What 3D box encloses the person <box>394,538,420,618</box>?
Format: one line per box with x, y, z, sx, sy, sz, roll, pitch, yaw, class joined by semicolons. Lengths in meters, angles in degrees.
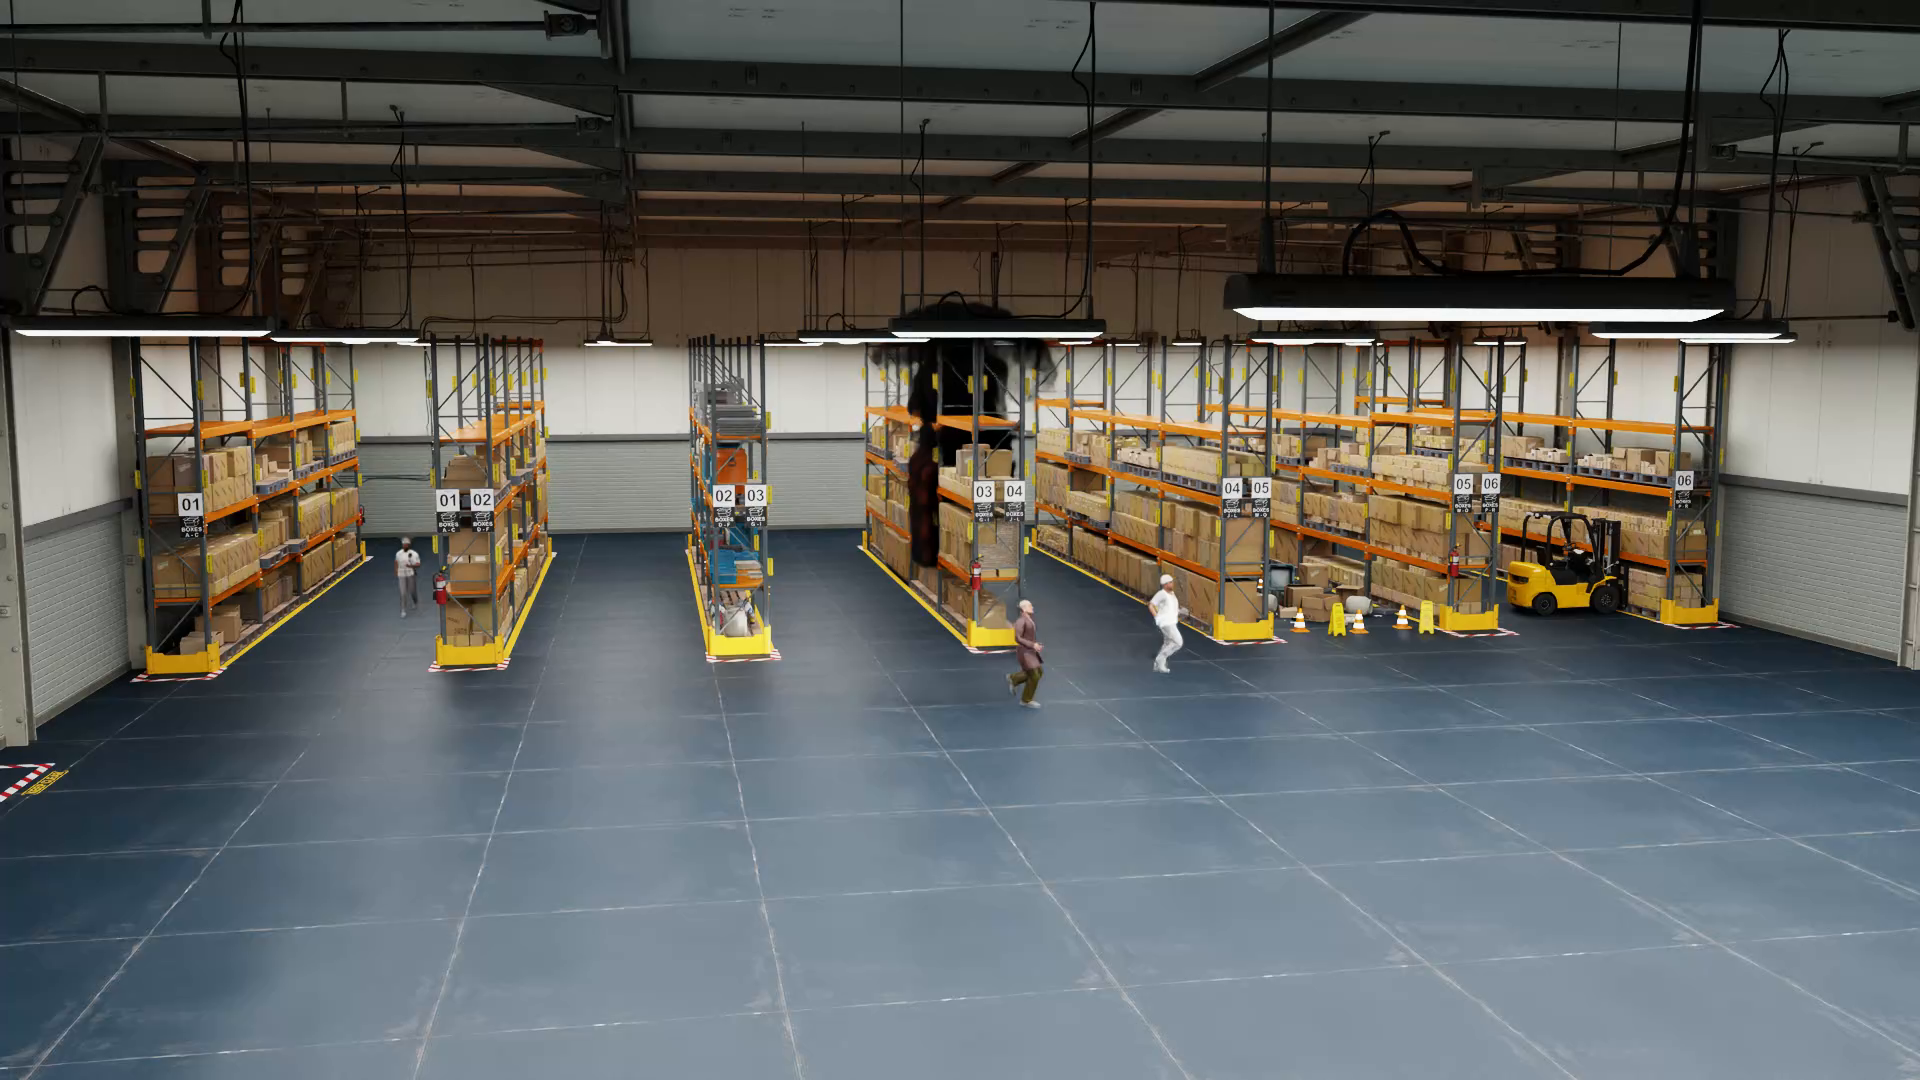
-11.879;0.779;35.729;0.581;1.676;0.932;-1;7;-8;person

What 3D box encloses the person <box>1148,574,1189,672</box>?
3.711;1.480;29.373;0.638;1.741;0.667;3;7;22;person

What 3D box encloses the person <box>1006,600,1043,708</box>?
1.038;1.819;26.676;0.658;1.734;0.749;2;7;15;person

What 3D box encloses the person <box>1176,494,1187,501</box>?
6.698;-0.943;50.810;0.553;1.704;0.740;-1;7;-8;person
